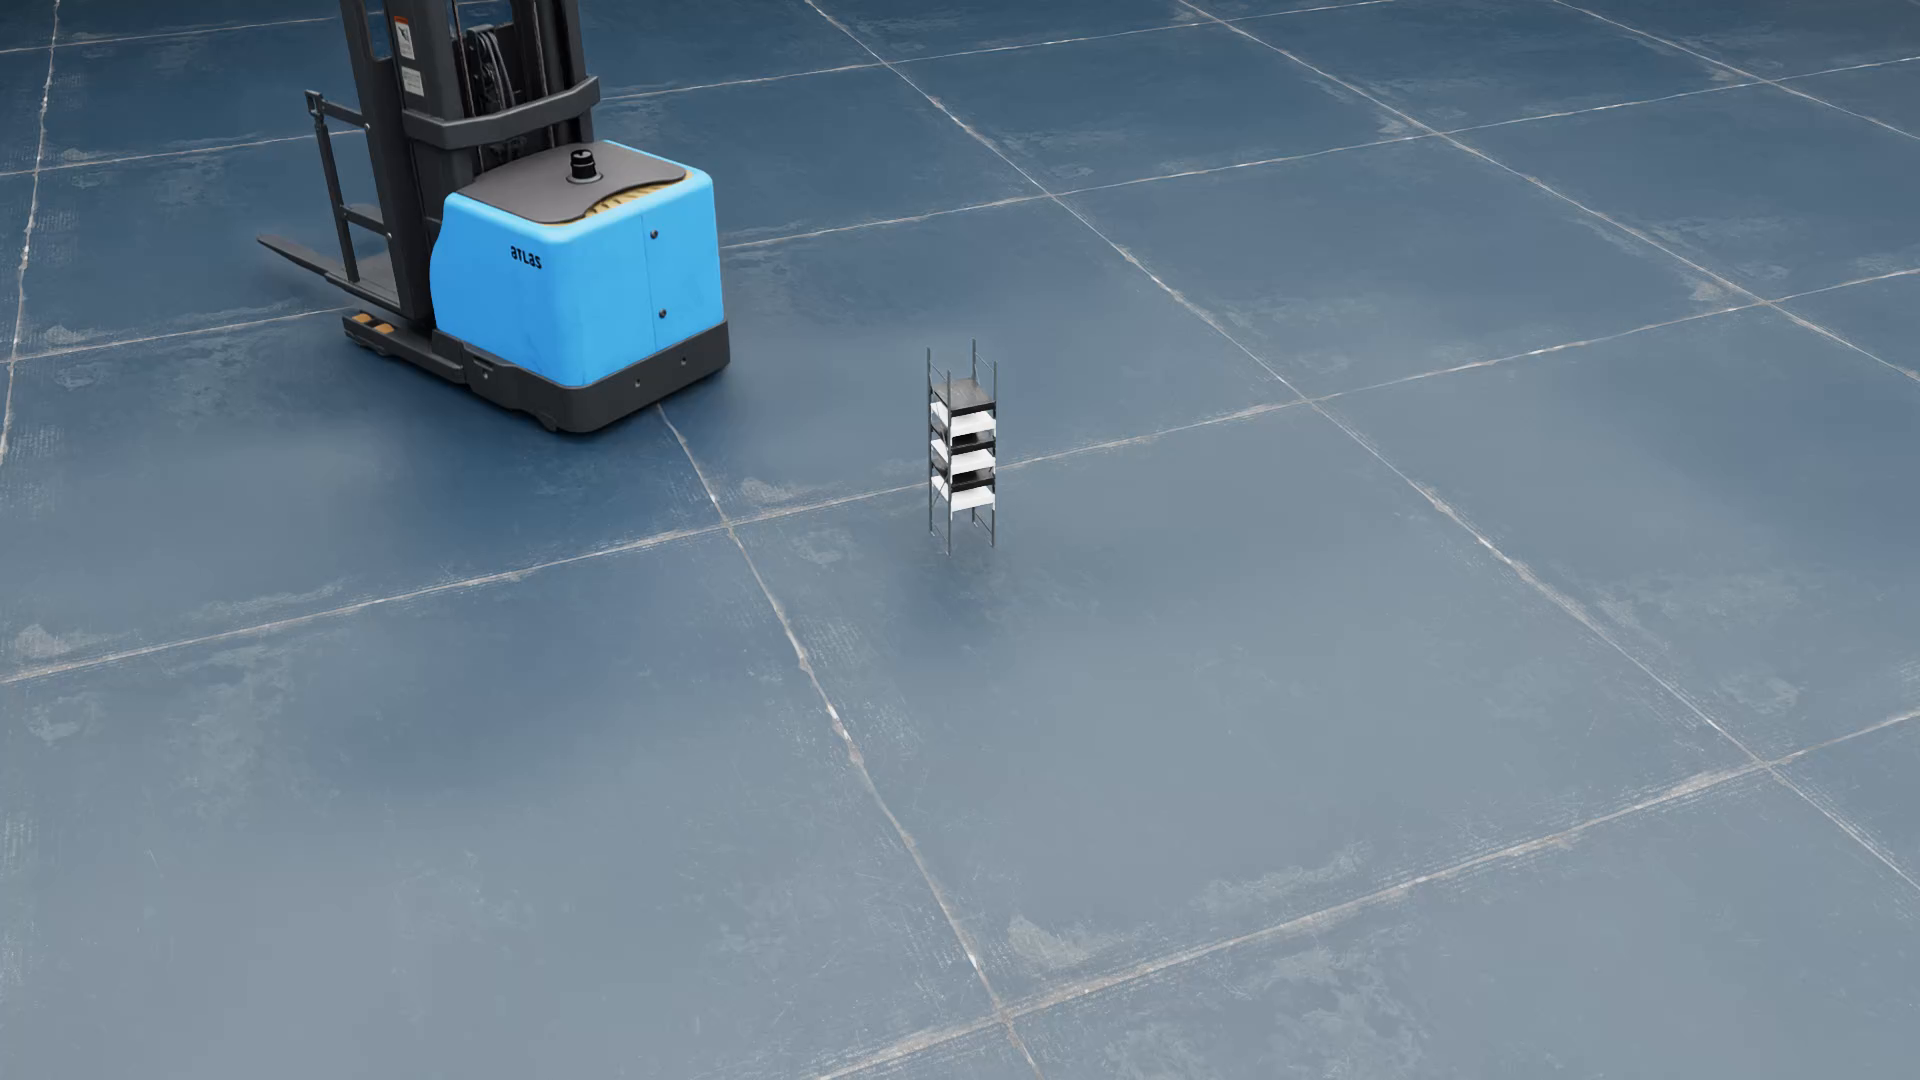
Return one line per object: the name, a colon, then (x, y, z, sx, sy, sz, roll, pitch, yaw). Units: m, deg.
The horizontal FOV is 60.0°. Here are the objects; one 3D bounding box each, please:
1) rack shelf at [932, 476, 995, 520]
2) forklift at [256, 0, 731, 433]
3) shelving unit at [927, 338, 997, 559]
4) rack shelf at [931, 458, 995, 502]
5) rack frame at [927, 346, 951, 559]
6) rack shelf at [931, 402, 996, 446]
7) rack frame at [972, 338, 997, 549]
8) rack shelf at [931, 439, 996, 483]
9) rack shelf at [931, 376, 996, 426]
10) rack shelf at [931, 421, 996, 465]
rack shelf: (0.007, -0.200, 7.124, 0.200, 0.077, 0.258, -13, 35, -19)
forklift: (-2.639, -2.395, 8.243, 3.031, 2.935, 1.130, 24, 40, 32)
shelving unit: (0.007, -0.379, 7.007, 0.210, 0.900, 0.258, -13, 35, -19)
rack shelf: (0.007, -0.276, 7.074, 0.200, 0.077, 0.258, -13, 35, -19)
rack frame: (-0.086, -0.357, 6.974, 0.006, 0.900, 0.240, -13, 35, -19)
rack shelf: (0.007, -0.502, 6.927, 0.200, 0.077, 0.258, -13, 35, -19)
rack frame: (0.101, -0.400, 7.040, 0.006, 0.900, 0.240, -13, 35, -19)
rack shelf: (0.007, -0.351, 7.025, 0.200, 0.077, 0.258, -13, 35, -19)
rack shelf: (0.007, -0.577, 6.878, 0.200, 0.077, 0.258, -13, 35, -19)
rack shelf: (0.007, -0.426, 6.976, 0.200, 0.077, 0.258, -13, 35, -19)
